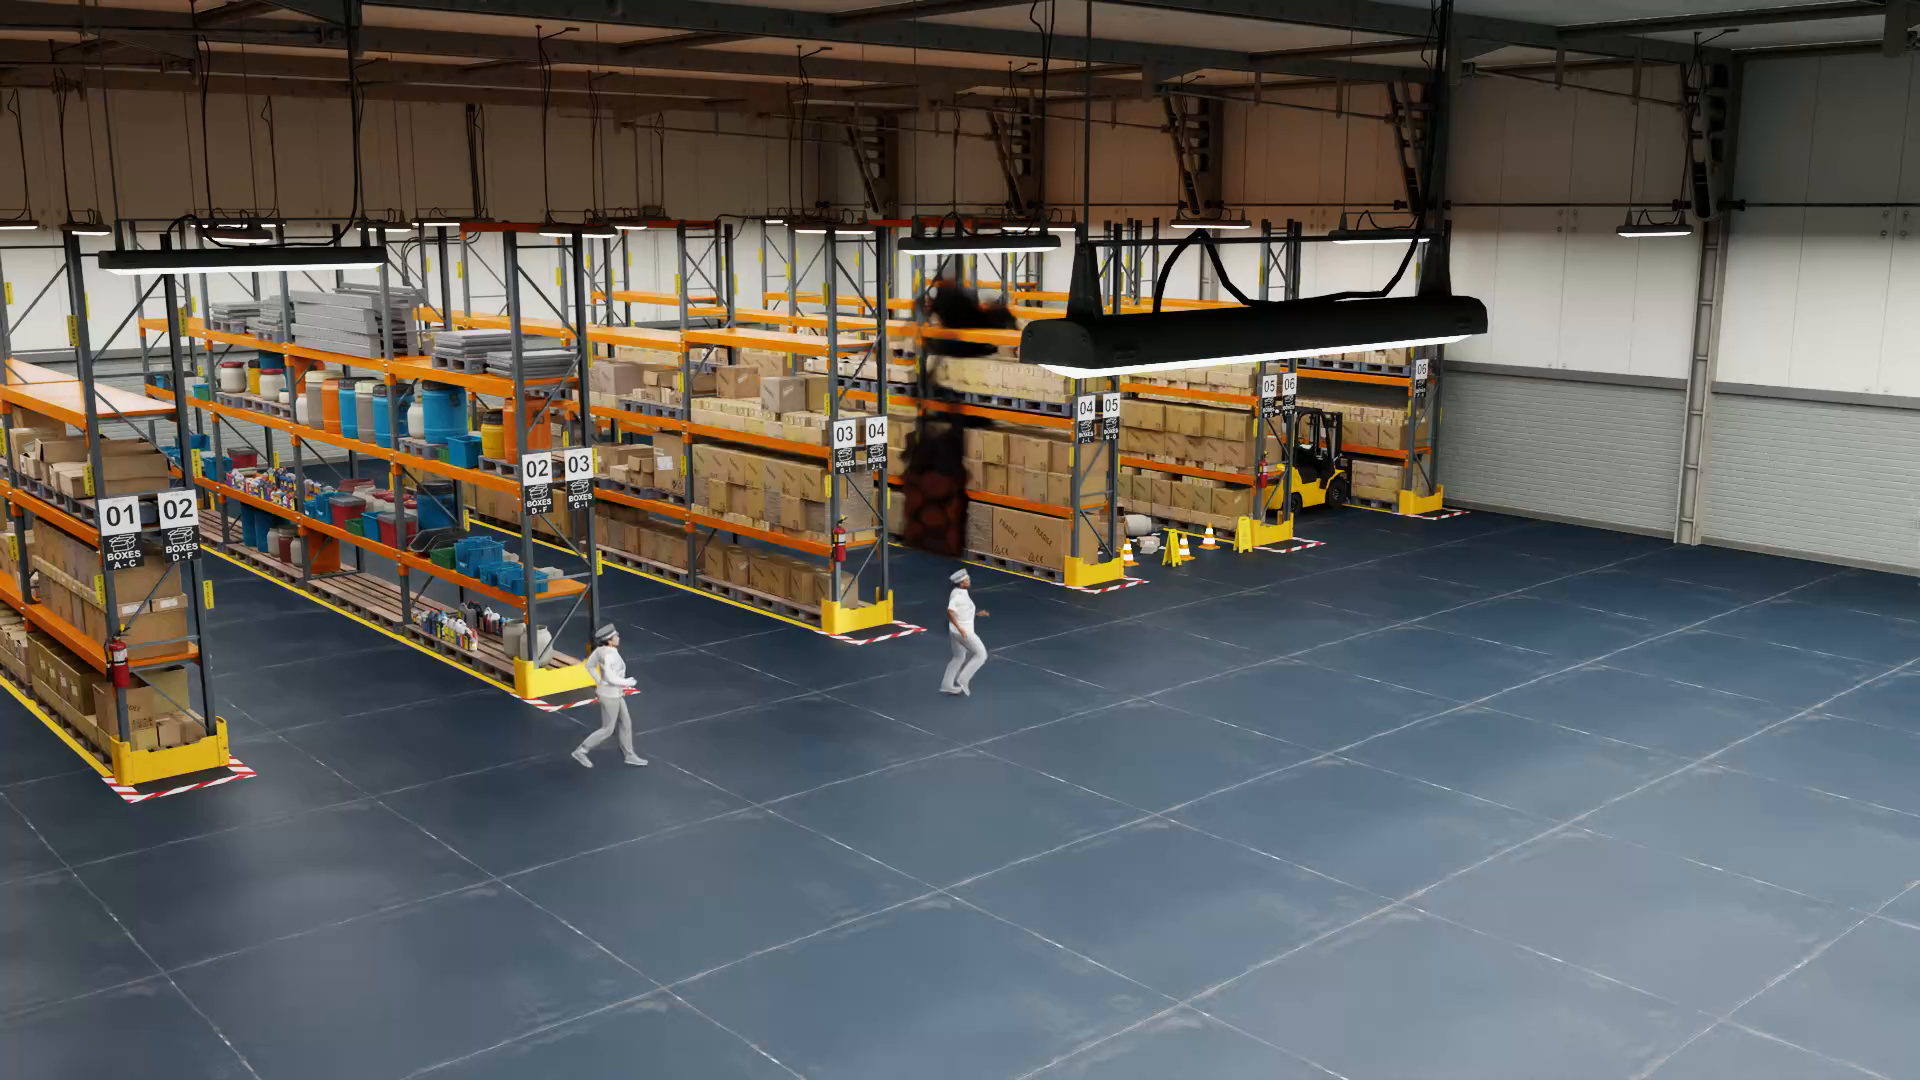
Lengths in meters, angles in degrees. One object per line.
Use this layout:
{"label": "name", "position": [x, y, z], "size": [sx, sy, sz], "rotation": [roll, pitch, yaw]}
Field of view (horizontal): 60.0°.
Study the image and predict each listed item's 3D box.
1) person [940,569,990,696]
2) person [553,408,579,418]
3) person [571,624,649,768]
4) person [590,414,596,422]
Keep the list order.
{"label": "person", "position": [0.072, 1.199, 21.665], "size": [0.652, 1.685, 0.555], "rotation": [-3, 12, -14]}
{"label": "person", "position": [-9.785, -2.583, 40.392], "size": [0.926, 1.730, 0.841], "rotation": [-8, 14, -36]}
{"label": "person", "position": [-3.979, 1.782, 18.776], "size": [0.867, 1.706, 0.613], "rotation": [-4, 12, -18]}
{"label": "person", "position": [-9.107, -2.644, 40.960], "size": [0.622, 1.605, 0.534], "rotation": [10, 15, 40]}
